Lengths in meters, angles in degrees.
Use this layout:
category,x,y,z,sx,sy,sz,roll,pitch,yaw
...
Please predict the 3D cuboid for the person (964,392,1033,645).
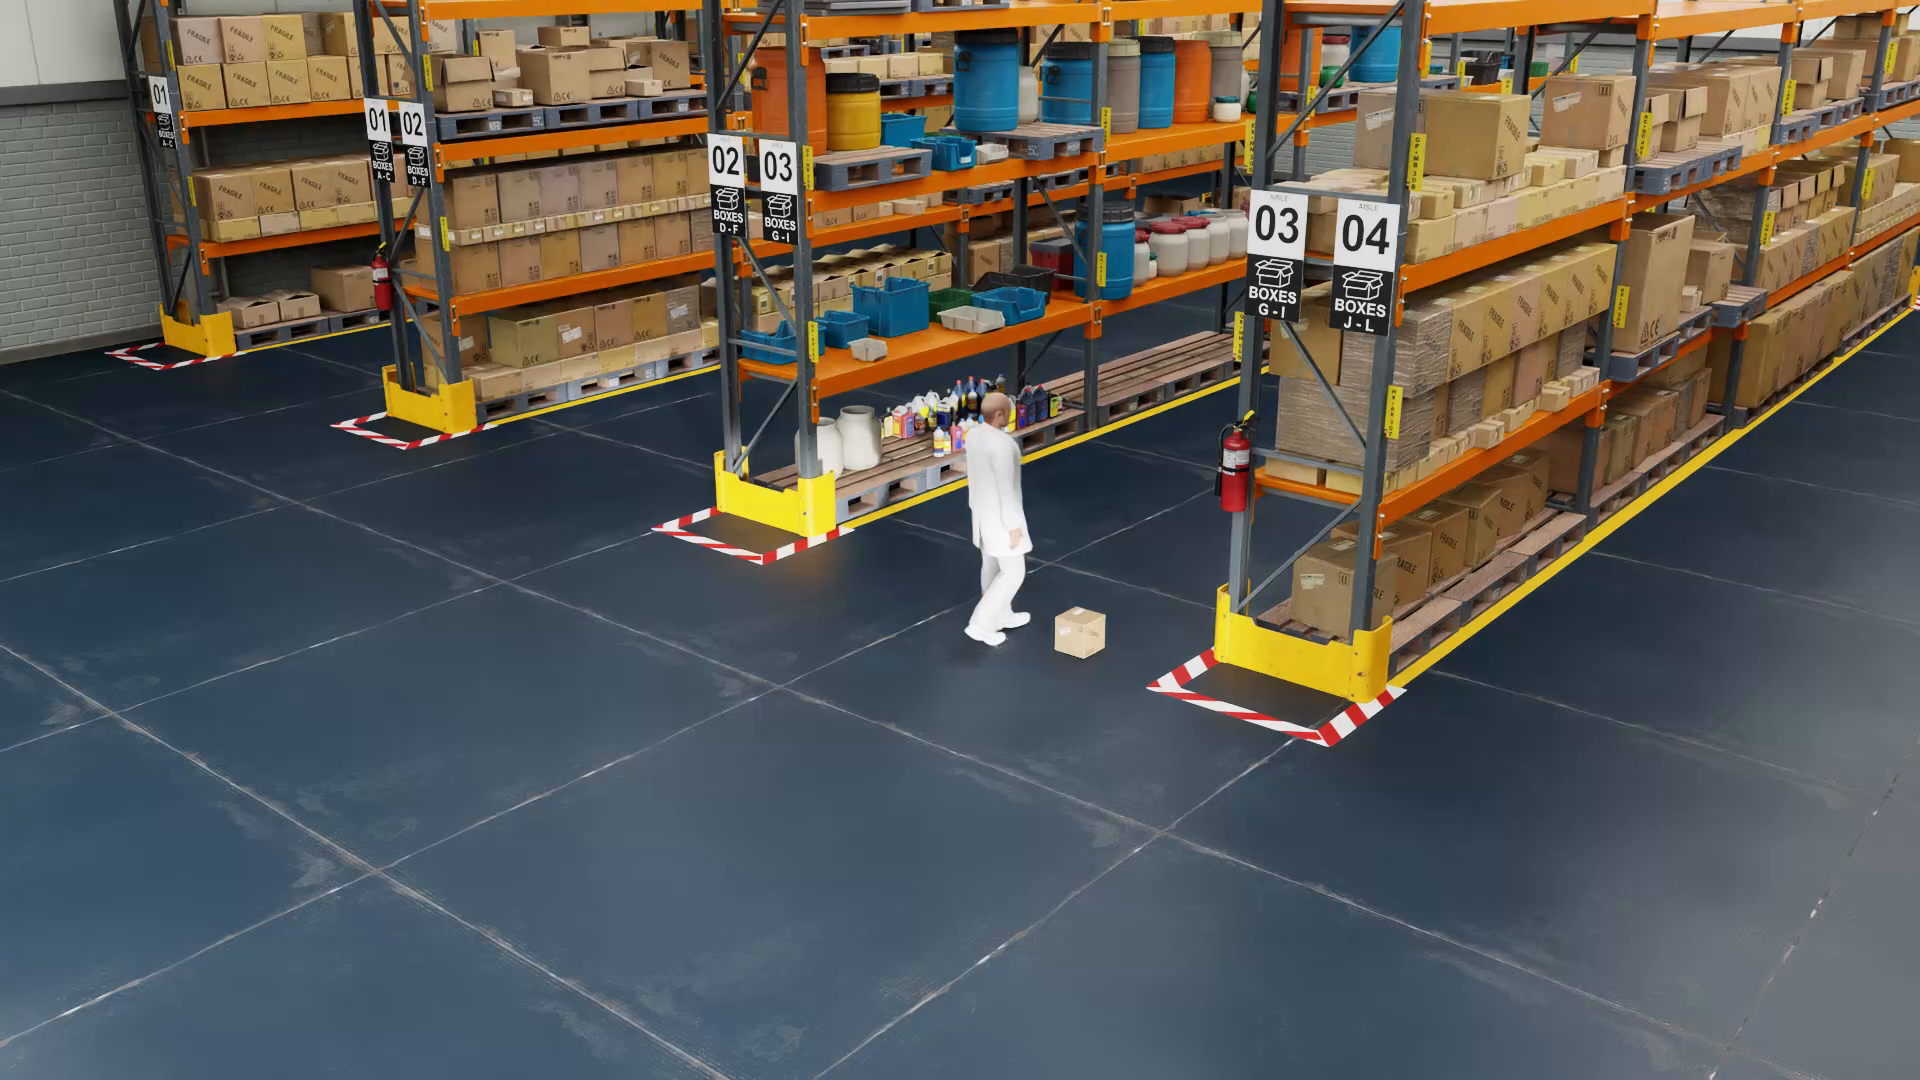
category,x,y,z,sx,sy,sz,roll,pitch,yaw
person,0.260,-0.153,11.489,0.647,1.785,0.629,-9,22,-24
